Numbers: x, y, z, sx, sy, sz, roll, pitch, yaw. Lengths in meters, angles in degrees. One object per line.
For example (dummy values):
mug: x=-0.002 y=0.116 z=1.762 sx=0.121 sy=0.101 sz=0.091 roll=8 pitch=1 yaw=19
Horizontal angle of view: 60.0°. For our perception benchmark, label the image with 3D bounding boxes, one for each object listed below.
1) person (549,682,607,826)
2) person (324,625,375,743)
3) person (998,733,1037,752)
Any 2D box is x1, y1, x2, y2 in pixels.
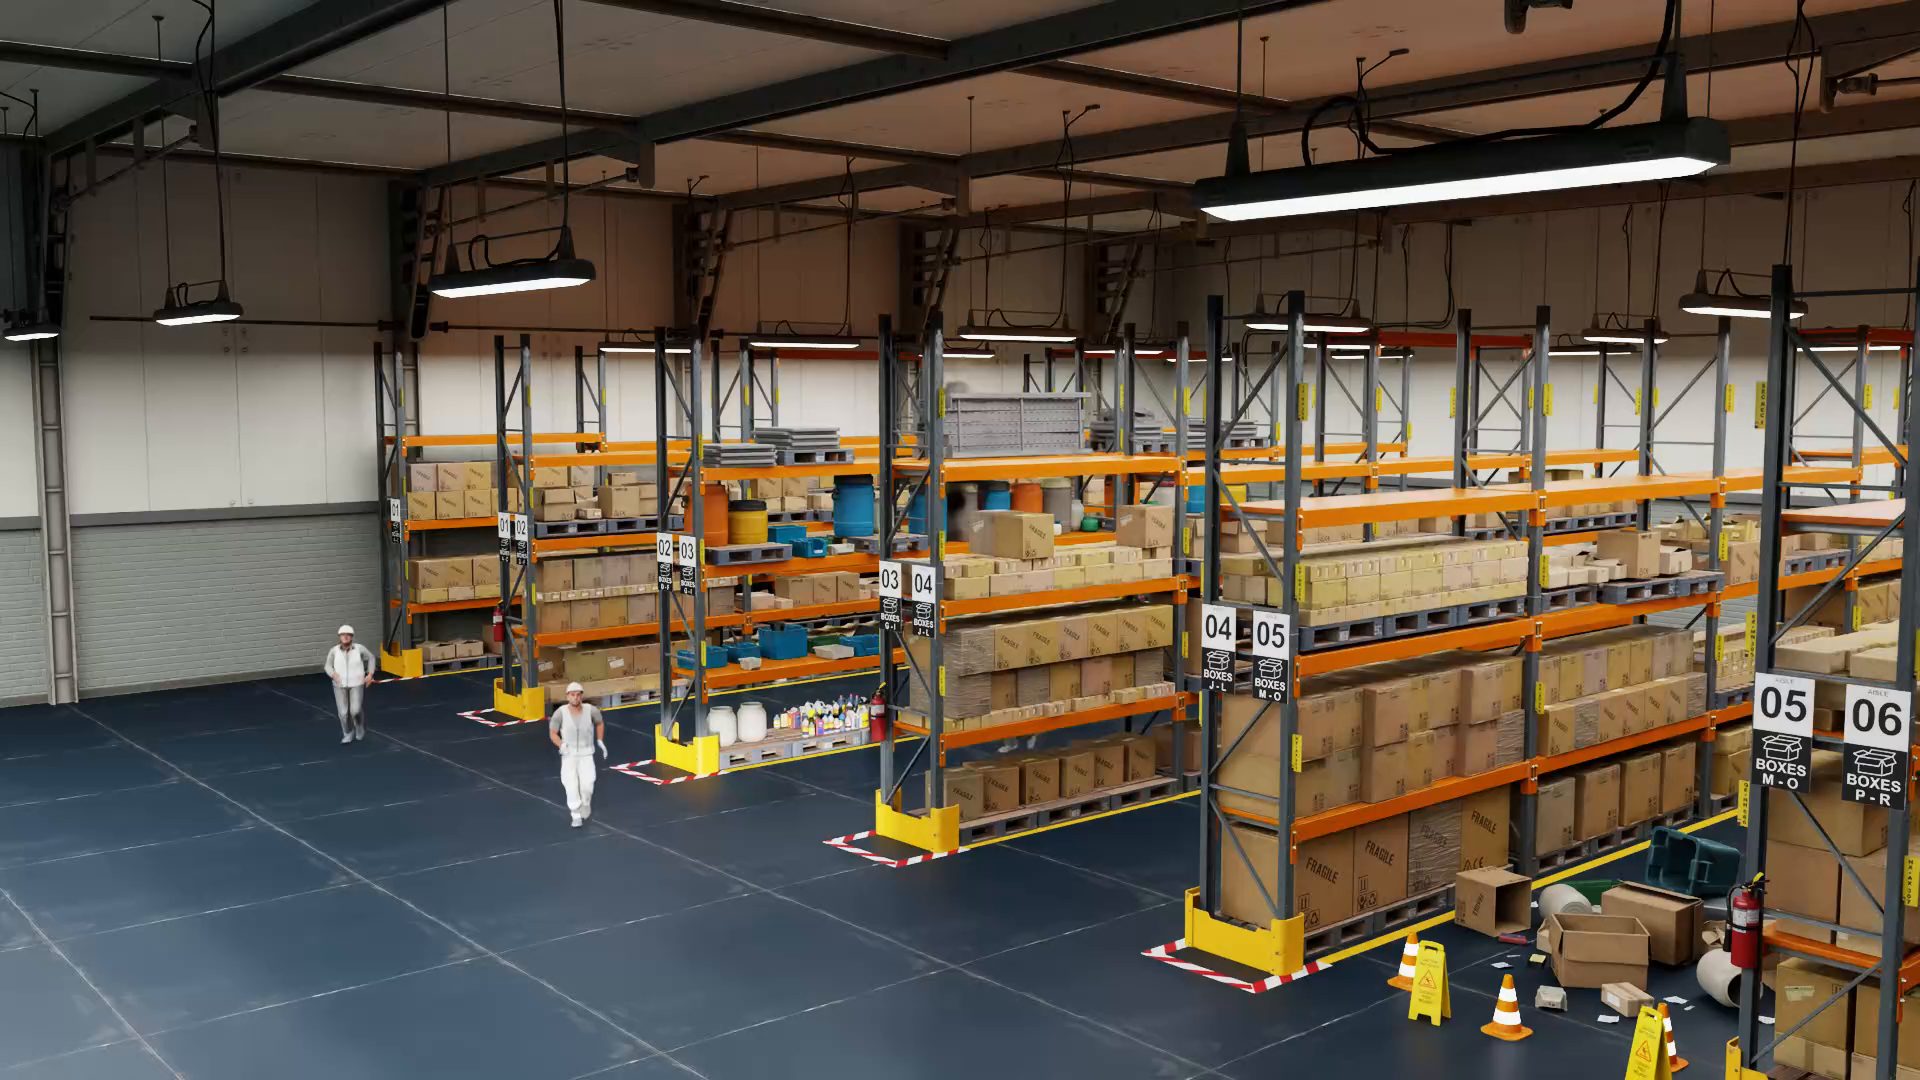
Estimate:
person: x=-4.460 y=2.522 z=19.463 sx=0.661 sy=1.735 sz=0.642 roll=-2 pitch=5 yaw=-16
person: x=-8.850 y=2.098 z=24.120 sx=0.689 sy=1.732 sz=0.601 roll=-1 pitch=5 yaw=-15
person: x=0.767 y=2.170 z=22.457 sx=0.764 sy=1.407 sz=0.557 roll=-5 pitch=7 yaw=-41
